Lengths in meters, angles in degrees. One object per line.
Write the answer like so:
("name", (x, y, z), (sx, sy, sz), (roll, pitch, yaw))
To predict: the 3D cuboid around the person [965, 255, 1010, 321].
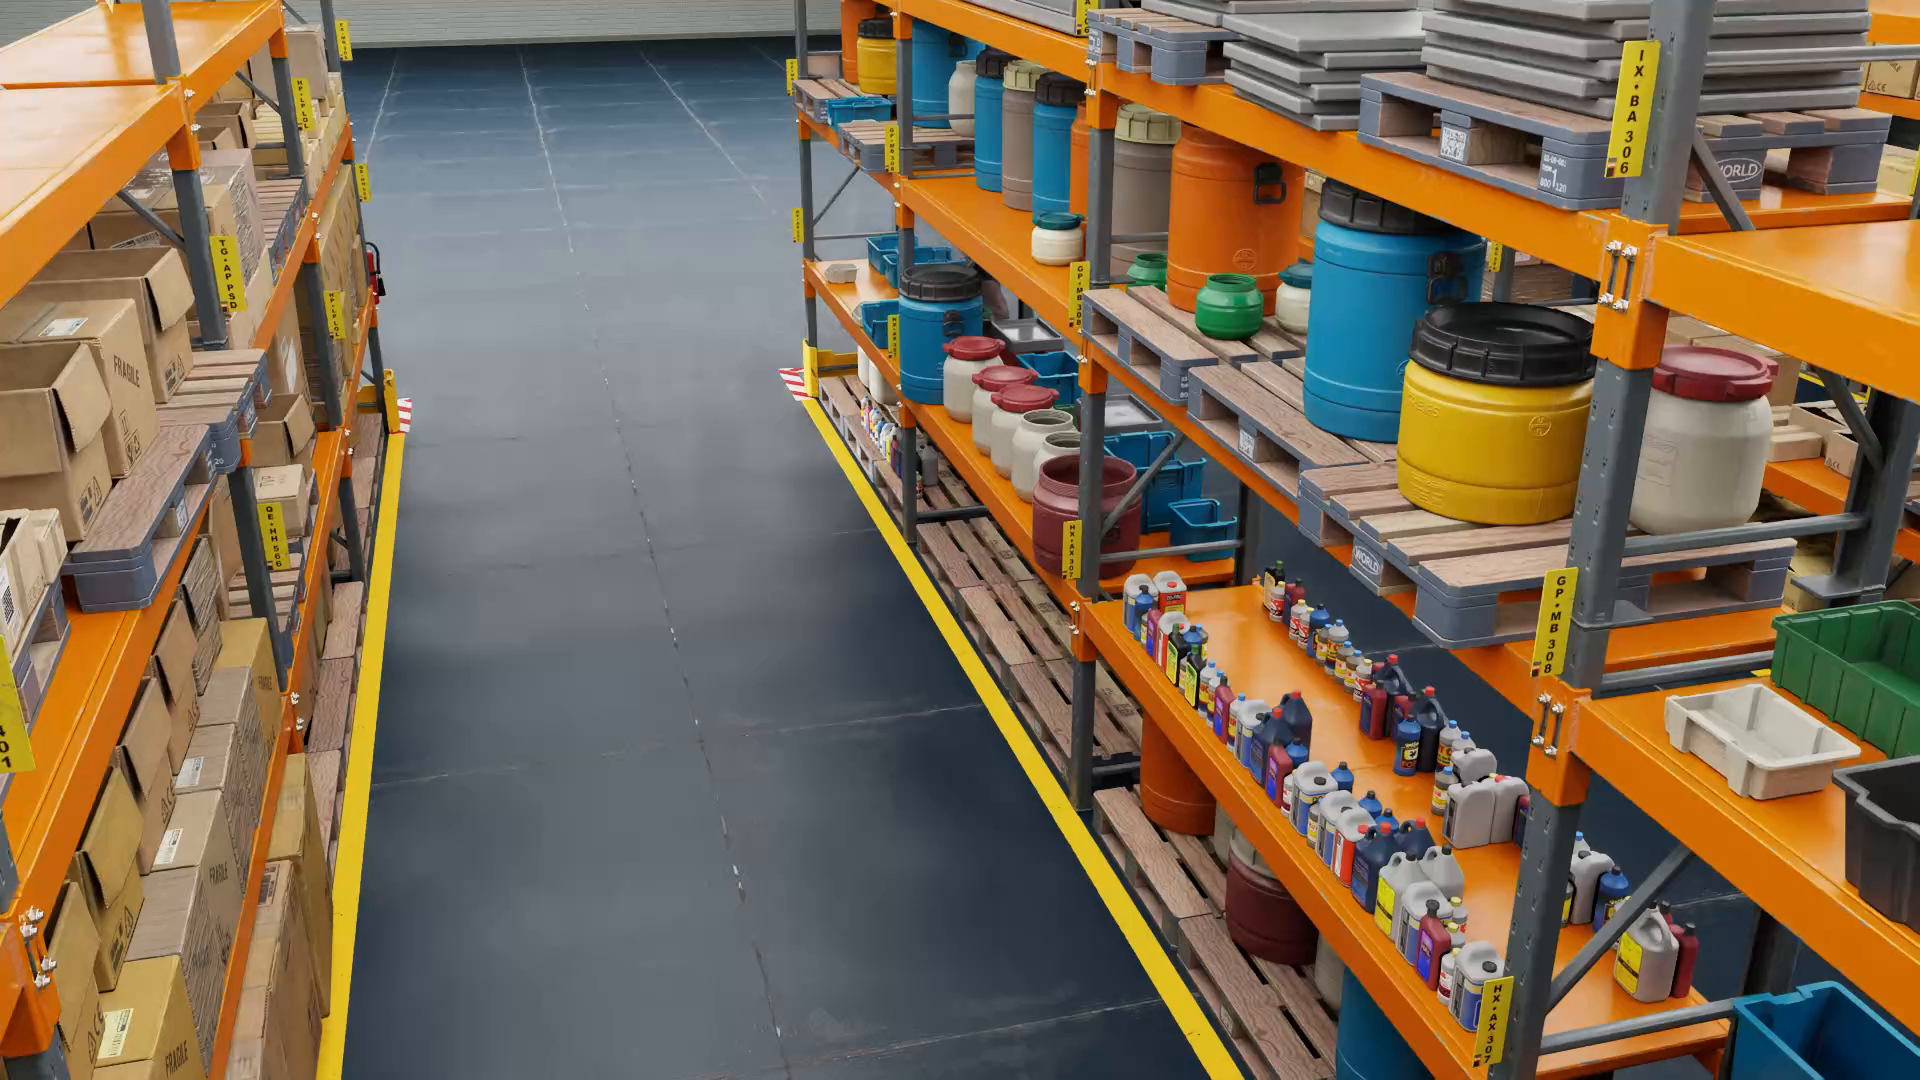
("person", (0.331, -2.715, 17.196), (0.996, 1.680, 0.599), (14, 27, 30))
